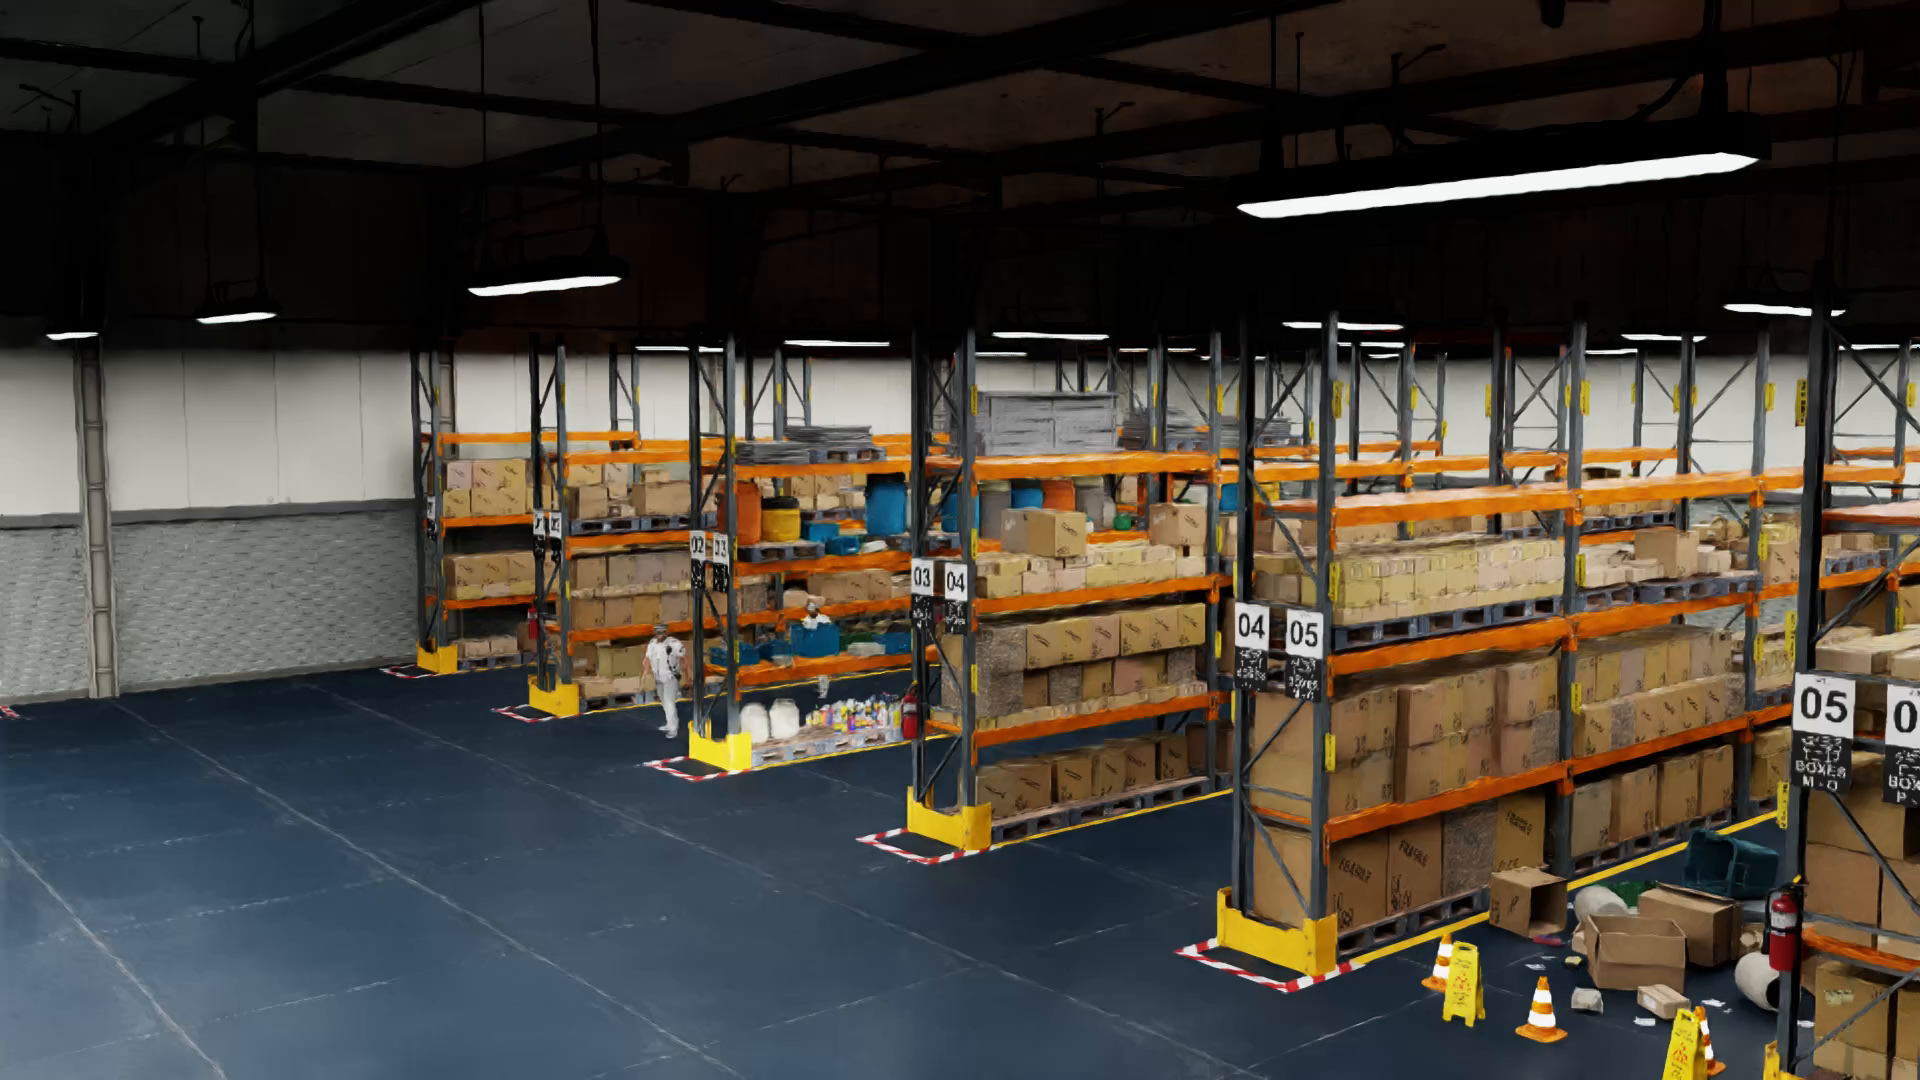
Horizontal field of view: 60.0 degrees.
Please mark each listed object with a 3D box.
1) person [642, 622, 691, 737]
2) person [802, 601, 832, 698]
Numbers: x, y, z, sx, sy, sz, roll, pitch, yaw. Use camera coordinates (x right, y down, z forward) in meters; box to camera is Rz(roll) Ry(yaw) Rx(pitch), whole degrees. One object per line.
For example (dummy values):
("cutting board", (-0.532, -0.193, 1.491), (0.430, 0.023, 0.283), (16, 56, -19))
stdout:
("person", (-4.337, 2.032, 24.648), (0.678, 1.702, 0.771), (3, 6, 29))
("person", (-2.322, 1.796, 27.749), (0.655, 1.594, 0.824), (3, 6, 33))
